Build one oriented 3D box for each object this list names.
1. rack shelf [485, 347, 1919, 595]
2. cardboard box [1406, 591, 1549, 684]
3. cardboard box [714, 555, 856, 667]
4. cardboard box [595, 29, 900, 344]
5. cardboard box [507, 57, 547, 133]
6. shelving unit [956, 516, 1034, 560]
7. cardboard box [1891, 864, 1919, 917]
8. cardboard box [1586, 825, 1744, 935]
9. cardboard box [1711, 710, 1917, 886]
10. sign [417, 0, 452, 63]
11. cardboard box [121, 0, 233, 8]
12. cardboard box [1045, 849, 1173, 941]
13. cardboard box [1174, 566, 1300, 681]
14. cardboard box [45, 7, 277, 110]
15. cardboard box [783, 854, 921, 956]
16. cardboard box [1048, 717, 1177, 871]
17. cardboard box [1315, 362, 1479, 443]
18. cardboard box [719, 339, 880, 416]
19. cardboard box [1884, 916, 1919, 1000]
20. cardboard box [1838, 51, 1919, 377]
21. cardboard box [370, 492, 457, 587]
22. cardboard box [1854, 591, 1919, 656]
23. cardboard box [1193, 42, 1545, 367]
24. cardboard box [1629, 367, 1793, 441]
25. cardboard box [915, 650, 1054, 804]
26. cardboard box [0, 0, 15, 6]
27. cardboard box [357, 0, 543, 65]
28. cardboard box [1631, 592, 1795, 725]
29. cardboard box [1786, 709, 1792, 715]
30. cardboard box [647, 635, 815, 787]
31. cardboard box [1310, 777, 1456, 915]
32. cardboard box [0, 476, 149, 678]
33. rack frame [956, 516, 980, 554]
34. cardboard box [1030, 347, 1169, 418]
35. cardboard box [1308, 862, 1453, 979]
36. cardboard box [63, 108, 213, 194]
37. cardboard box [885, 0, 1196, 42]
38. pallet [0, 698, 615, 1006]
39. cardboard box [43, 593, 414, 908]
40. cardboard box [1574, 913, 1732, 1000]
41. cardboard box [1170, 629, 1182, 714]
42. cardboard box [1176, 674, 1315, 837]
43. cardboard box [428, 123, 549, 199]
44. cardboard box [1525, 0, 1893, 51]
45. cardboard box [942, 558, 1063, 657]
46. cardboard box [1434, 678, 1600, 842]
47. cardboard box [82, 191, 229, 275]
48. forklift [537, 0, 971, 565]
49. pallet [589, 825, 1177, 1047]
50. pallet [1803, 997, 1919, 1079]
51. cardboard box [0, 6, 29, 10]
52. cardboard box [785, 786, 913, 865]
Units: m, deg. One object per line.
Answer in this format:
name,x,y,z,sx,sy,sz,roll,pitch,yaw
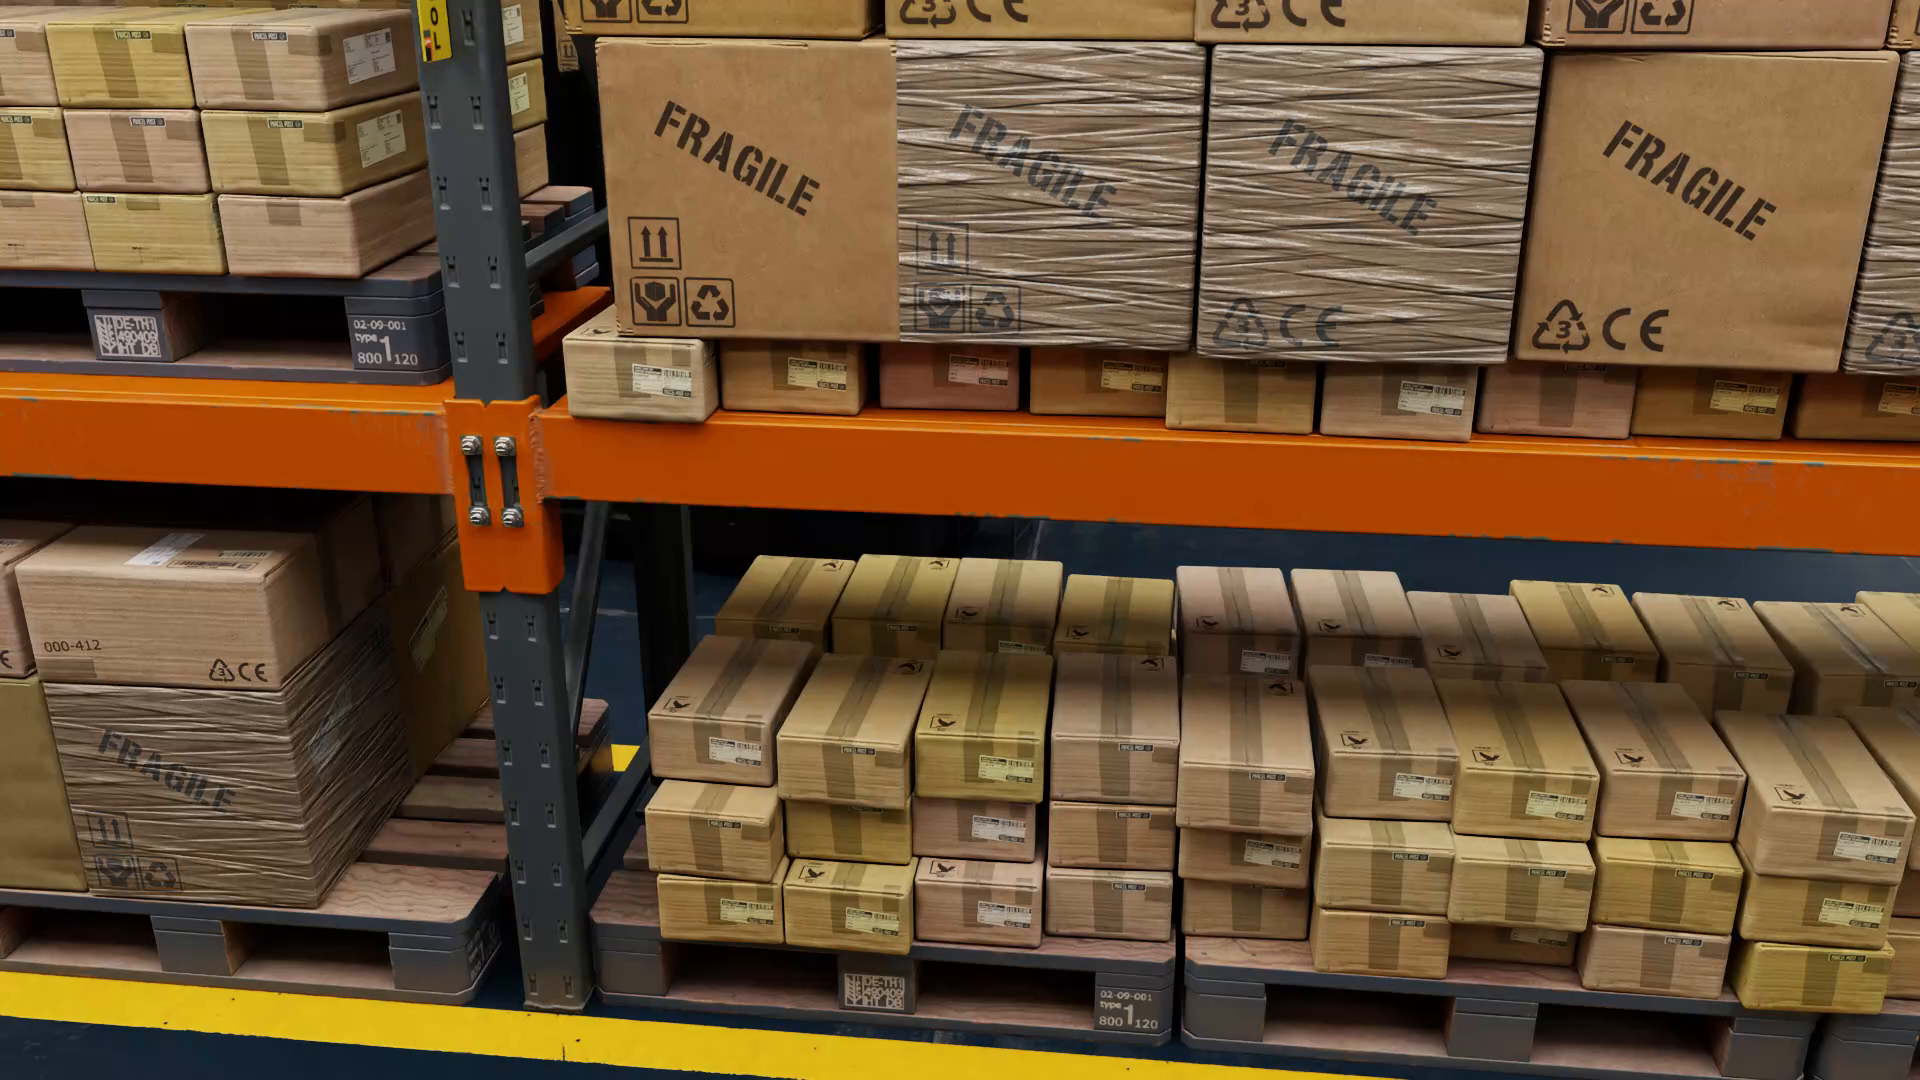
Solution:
rack shelf,1.201,-0.174,3.279,4.000,0.370,1.077,2,22,6
cardboard box,1.136,0.259,3.701,0.250,0.149,0.380,3,22,6
cardboard box,-0.401,0.179,3.904,0.250,0.149,0.380,3,22,8
cardboard box,-0.323,-0.667,3.005,0.500,0.500,0.500,2,22,5
cardboard box,-1.123,-0.997,3.747,0.250,0.149,0.380,3,22,7
shelving unit,0.126,-0.400,5.728,0.210,0.900,0.258,7,23,17
cardboard box,1.858,0.580,3.294,0.250,0.149,0.380,2,22,6
cardboard box,1.345,0.594,3.259,0.250,0.149,0.380,4,22,9
cardboard box,1.593,0.479,3.145,0.250,0.149,0.380,3,22,8
sign,-0.847,-0.931,2.639,0.005,0.325,0.100,2,22,6
cardboard box,-1.654,-1.157,3.748,0.250,0.149,0.380,3,22,7
cardboard box,0.313,0.664,3.486,0.250,0.149,0.380,2,22,5
cardboard box,0.633,0.202,3.847,0.250,0.149,0.380,1,22,4
cardboard box,-1.474,-0.908,3.117,0.250,0.149,0.380,2,22,5
cardboard box,-0.197,0.680,3.446,0.250,0.149,0.380,3,22,8
cardboard box,0.313,0.518,3.452,0.250,0.149,0.380,1,22,4
cardboard box,0.771,-0.307,2.979,0.250,0.149,0.380,3,22,9
cardboard box,-0.277,-0.363,3.119,0.250,0.149,0.380,3,22,8
cardboard box,1.873,0.739,3.297,0.250,0.149,0.380,3,22,7
cardboard box,1.695,-0.575,2.774,0.500,0.500,0.500,3,22,6
cardboard box,-1.488,-0.105,3.935,0.500,0.250,0.500,2,22,4
cardboard box,2.183,0.259,3.701,0.250,0.149,0.380,2,22,6
cardboard box,0.665,-0.613,2.869,0.500,0.500,0.500,2,22,5
cardboard box,1.296,-0.310,2.985,0.250,0.149,0.380,3,22,7
cardboard box,0.056,0.376,3.407,0.250,0.149,0.380,2,22,6
cardboard box,-2.156,-1.180,3.805,0.250,0.149,0.380,2,22,6
cardboard box,-1.123,-1.135,3.693,0.250,0.149,0.380,4,22,9
cardboard box,1.653,0.263,3.691,0.250,0.149,0.380,3,22,8
cardboard box,1.936,0.392,3.770,0.250,0.149,0.380,3,22,8
cardboard box,-0.468,0.349,3.474,0.250,0.149,0.380,3,22,8
cardboard box,0.826,0.572,3.314,0.250,0.149,0.380,2,22,6
cardboard box,-2.064,0.056,3.526,0.500,0.250,0.500,4,22,9
rack frame,0.029,-0.412,5.759,0.006,0.900,0.240,7,23,17
cardboard box,0.263,-0.356,3.103,0.250,0.149,0.380,2,22,4
cardboard box,0.832,0.710,3.371,0.250,0.149,0.380,2,22,5
cardboard box,-1.466,-0.768,3.168,0.250,0.149,0.380,3,22,7
cardboard box,0.150,-1.120,2.791,0.500,0.500,0.500,2,22,5
pallet,-1.559,0.669,3.962,1.213,0.211,1.003,2,22,6
cardboard box,-1.550,0.432,3.596,0.500,0.500,0.500,2,22,5
cardboard box,1.344,0.732,3.316,0.250,0.149,0.380,3,22,7
cardboard box,0.596,0.357,3.858,0.250,0.149,0.380,3,22,8
cardboard box,0.561,0.420,3.296,0.250,0.149,0.380,3,22,7
cardboard box,-1.123,-0.859,3.802,0.250,0.149,0.380,1,22,4
cardboard box,1.157,-1.064,2.650,0.500,0.500,0.500,2,22,4
cardboard box,0.105,0.184,3.892,0.250,0.149,0.380,2,22,6
cardboard box,1.081,0.426,3.279,0.250,0.149,0.380,3,22,7
cardboard box,-1.461,-0.629,3.223,0.250,0.149,0.380,3,22,7
forklift,-1.413,-1.535,5.835,3.031,2.935,1.130,7,23,17
pallet,-0.114,0.718,3.837,1.213,0.211,1.003,2,22,6
pallet,2.309,0.823,3.570,1.213,0.211,1.003,2,22,6
cardboard box,-1.991,-0.931,3.176,0.250,0.149,0.380,2,22,6
cardboard box,-0.201,0.508,3.477,0.250,0.149,0.380,3,22,7
